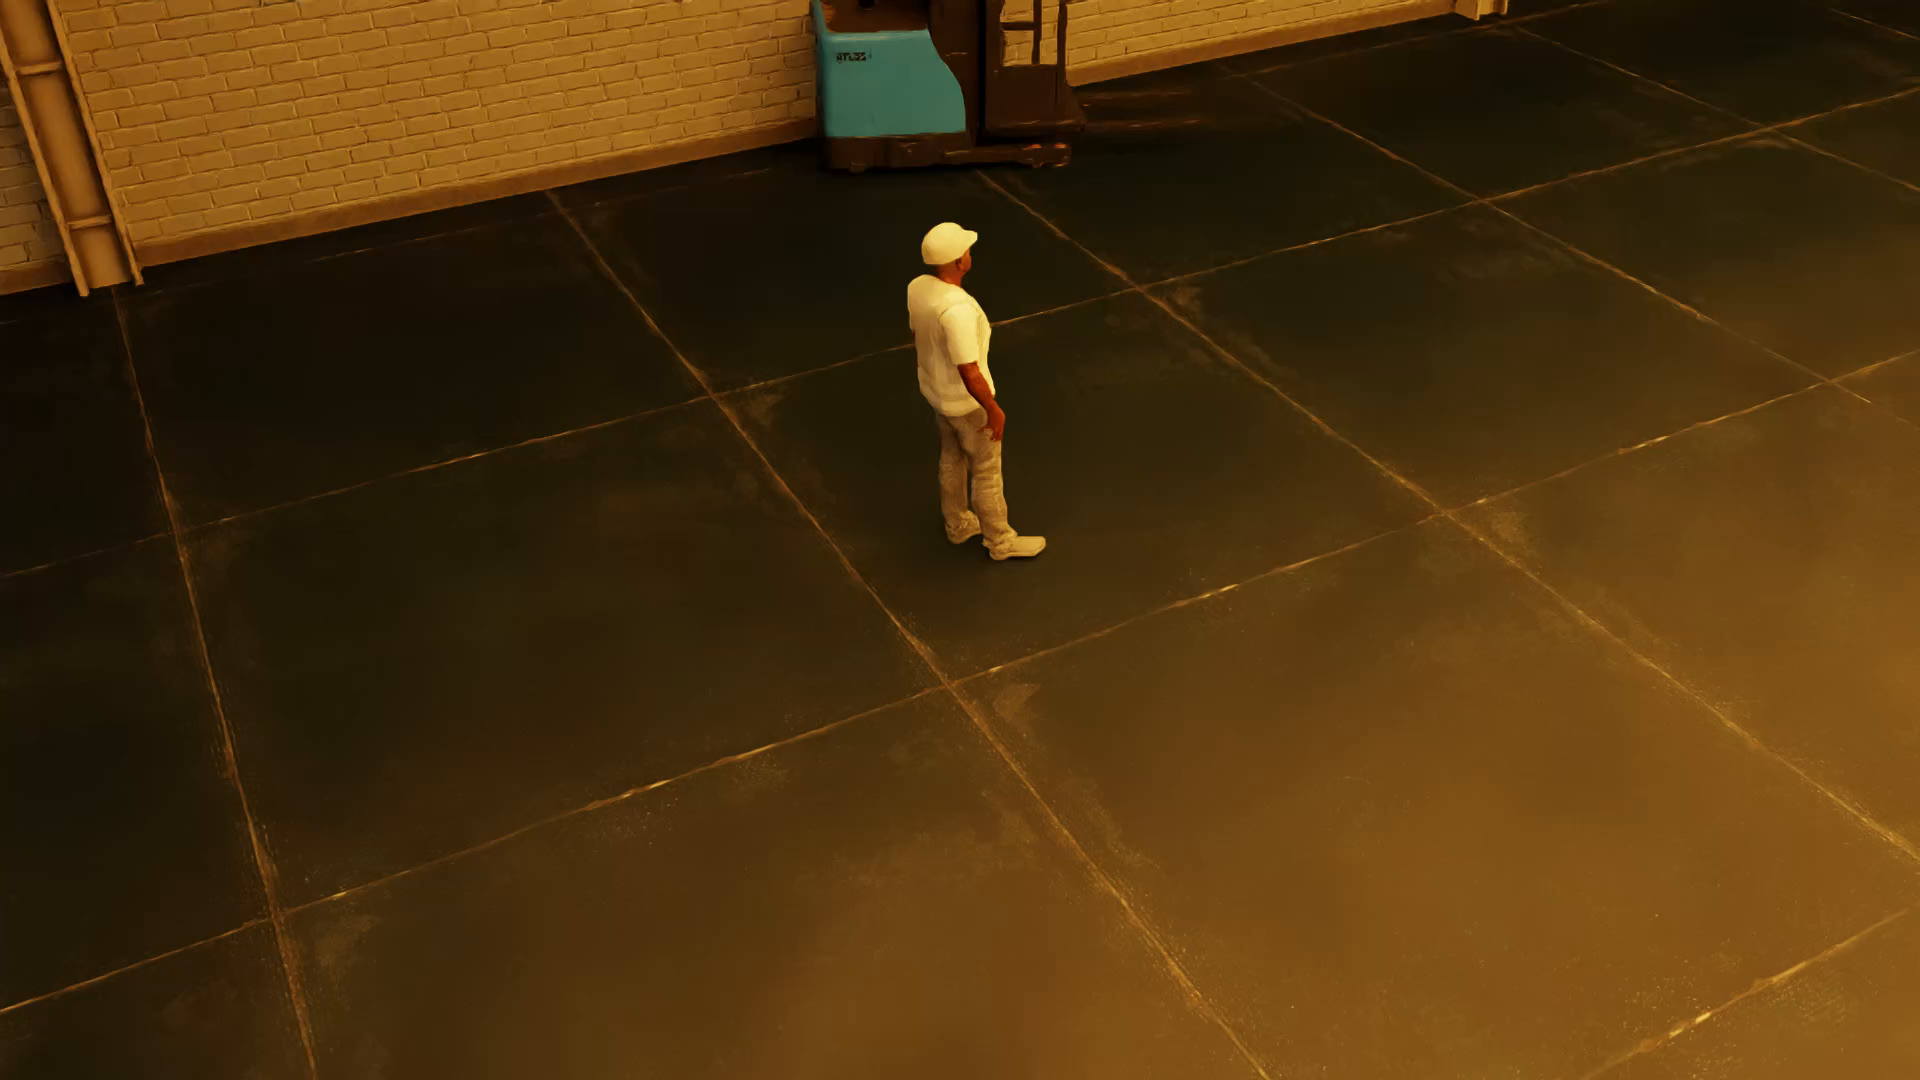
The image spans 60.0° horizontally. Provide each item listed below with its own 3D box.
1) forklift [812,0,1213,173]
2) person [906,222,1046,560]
[{"bbox_3d":[0.414,-4.336,12.258,3.031,2.935,1.130,-5,36,-7],"label":"forklift"},{"bbox_3d":[0.064,-0.743,8.171,0.576,1.766,0.665,-17,39,-23],"label":"person"}]
